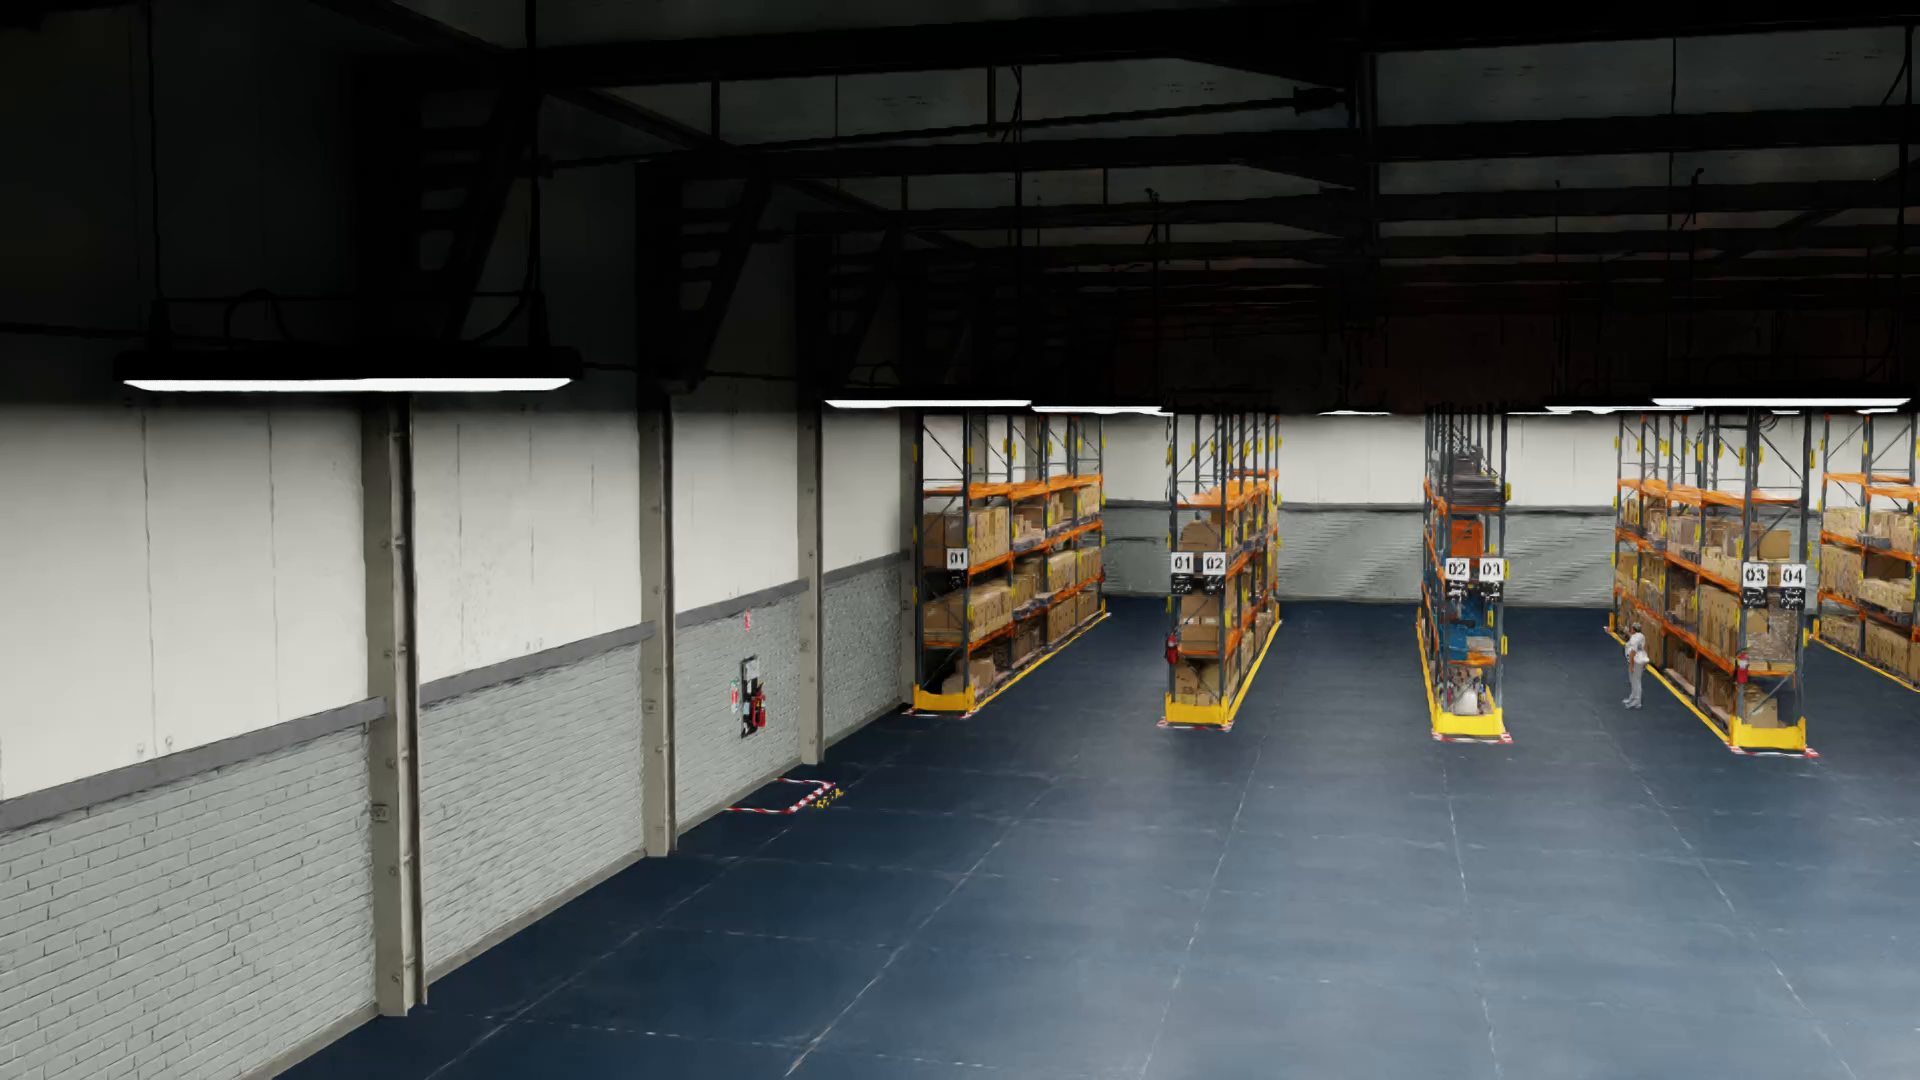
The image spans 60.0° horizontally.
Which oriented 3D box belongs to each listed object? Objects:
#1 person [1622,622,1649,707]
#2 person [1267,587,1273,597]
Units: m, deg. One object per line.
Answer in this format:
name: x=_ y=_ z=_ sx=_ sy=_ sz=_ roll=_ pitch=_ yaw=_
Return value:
person: x=13.357 y=2.451 z=32.954 sx=0.523 sy=1.666 sz=0.480 roll=-4 pitch=6 yaw=-45
person: x=8.880 y=1.287 z=48.321 sx=0.569 sy=1.751 sz=0.603 roll=-4 pitch=5 yaw=-40
